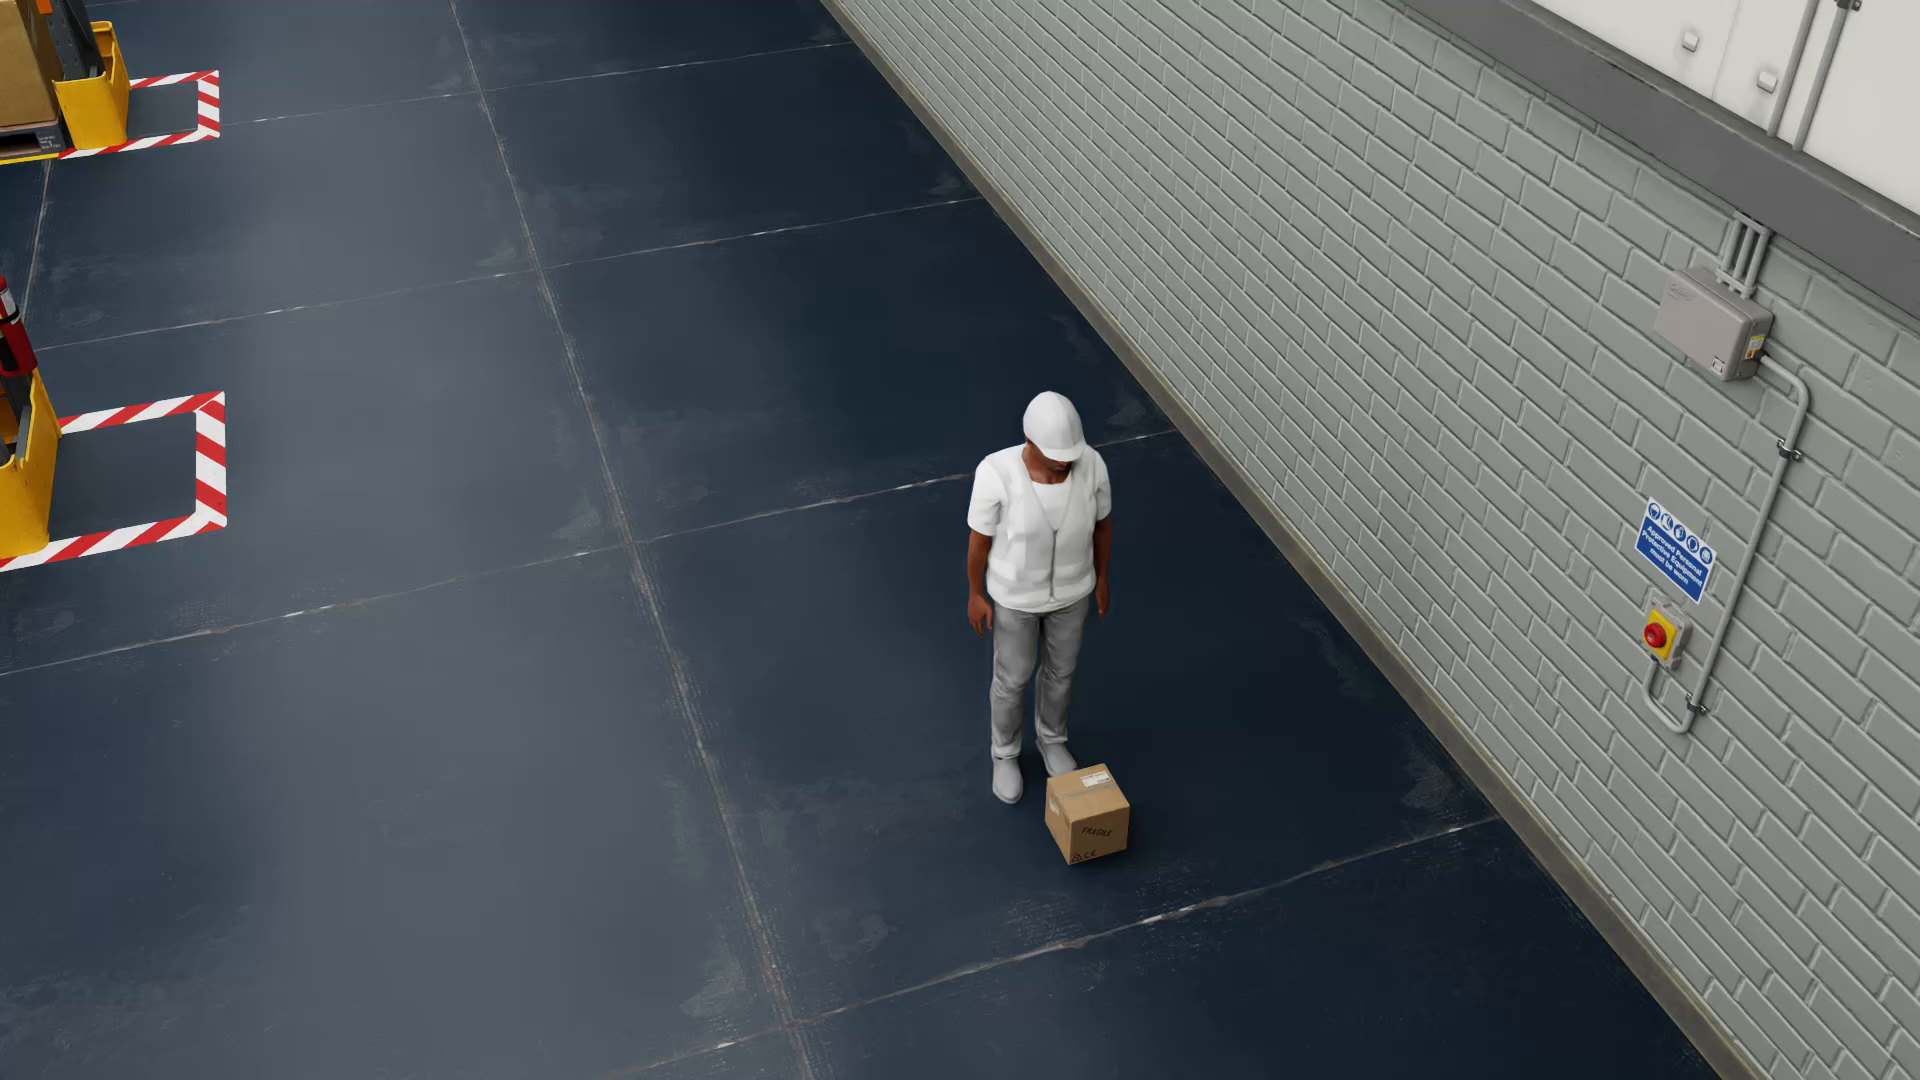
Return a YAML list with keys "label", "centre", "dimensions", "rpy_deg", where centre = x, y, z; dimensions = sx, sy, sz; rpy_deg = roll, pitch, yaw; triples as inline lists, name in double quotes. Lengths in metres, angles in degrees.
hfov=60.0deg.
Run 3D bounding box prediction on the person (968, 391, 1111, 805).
- label: "person"
  centre: [0.335, 0.217, 6.461]
  dimensions: [0.571, 1.789, 0.444]
  rpy_deg: [-10, 39, -12]
